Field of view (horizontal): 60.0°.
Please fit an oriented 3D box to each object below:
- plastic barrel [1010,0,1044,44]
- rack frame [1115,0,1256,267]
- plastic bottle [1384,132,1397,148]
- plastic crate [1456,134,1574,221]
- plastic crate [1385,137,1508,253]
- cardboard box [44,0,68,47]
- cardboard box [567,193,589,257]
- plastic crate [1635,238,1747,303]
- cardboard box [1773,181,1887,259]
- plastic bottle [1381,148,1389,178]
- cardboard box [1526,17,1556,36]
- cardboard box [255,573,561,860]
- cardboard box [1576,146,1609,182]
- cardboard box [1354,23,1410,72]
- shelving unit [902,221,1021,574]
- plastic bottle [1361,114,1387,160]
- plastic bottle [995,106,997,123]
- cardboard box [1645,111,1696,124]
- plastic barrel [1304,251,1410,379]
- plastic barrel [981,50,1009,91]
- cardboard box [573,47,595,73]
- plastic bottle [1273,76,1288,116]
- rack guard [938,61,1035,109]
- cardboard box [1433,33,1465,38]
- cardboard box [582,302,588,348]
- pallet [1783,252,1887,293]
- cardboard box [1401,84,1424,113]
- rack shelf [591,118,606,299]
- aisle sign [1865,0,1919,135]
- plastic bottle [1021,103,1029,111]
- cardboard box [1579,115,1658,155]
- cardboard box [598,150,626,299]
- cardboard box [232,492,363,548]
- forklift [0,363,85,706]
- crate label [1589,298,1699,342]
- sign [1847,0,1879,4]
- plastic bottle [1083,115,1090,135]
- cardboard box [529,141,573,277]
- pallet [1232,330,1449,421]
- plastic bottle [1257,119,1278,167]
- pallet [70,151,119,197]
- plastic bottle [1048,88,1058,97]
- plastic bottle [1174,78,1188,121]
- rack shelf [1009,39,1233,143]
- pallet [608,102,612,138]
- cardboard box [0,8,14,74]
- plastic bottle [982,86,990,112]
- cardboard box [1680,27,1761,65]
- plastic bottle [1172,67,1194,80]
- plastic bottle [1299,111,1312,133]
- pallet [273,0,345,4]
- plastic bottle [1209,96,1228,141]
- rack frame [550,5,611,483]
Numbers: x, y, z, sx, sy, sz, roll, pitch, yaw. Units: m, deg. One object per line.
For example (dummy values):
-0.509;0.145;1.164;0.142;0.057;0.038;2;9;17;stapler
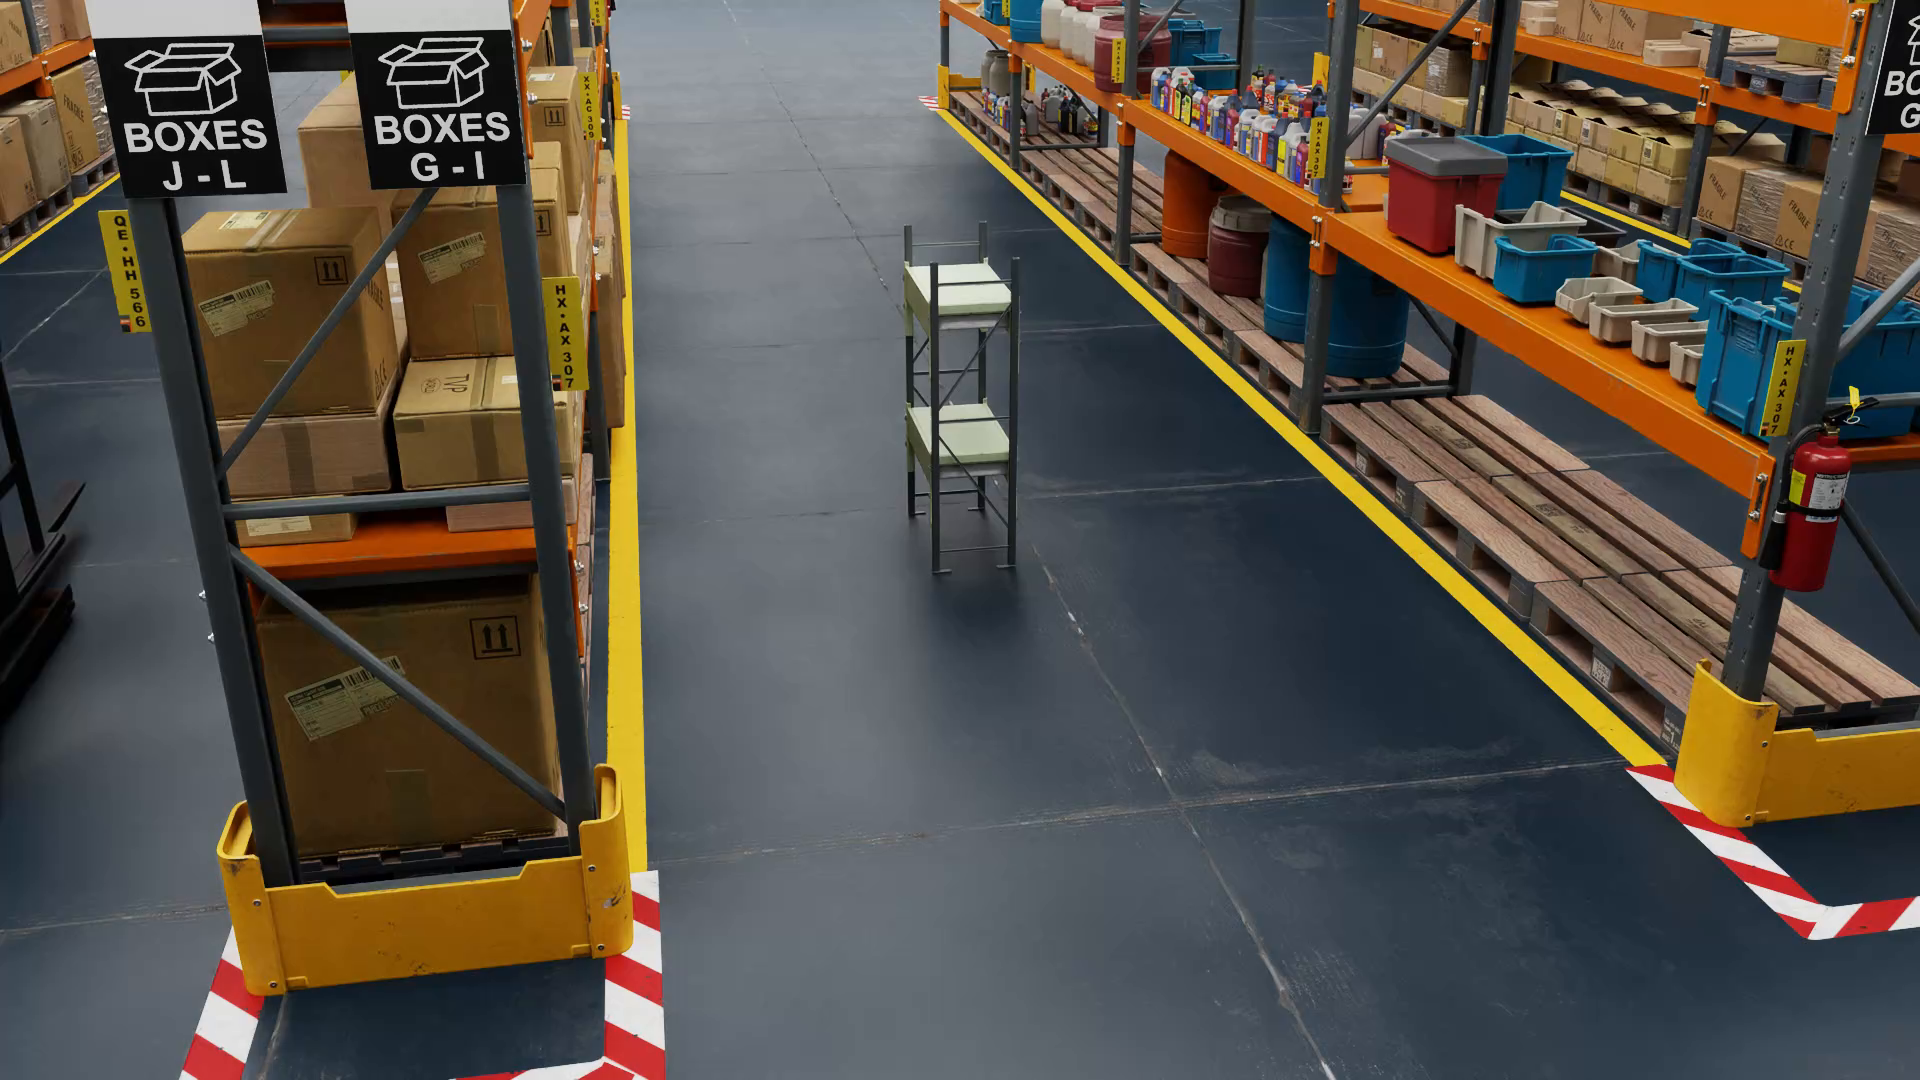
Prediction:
0.778;-5.242;15.877;0.600;0.901;0.708;-4;24;-10;plastic barrel
1.744;-3.613;12.775;1.000;3.000;0.127;-4;24;-10;rack frame
2.674;-2.427;10.307;0.097;0.201;0.097;0;24;0;plastic bottle
2.905;-1.901;8.801;0.392;0.384;0.575;-4;24;-10;plastic crate
2.402;-1.727;8.301;0.402;0.464;0.583;-4;24;-10;plastic crate
-8.960;-4.920;15.580;0.875;0.550;0.550;-4;24;-10;cardboard box
-1.946;-1.383;7.485;0.500;0.250;0.500;-4;24;-8;cardboard box
3.202;-1.174;7.325;0.416;0.233;0.300;-4;24;-10;plastic crate
6.606;-2.431;12.641;0.500;0.500;0.500;-5;24;-10;cardboard box
2.586;-2.286;9.985;0.097;0.201;0.097;0;24;0;plastic bottle
5.836;-5.073;16.431;0.380;0.149;0.250;-4;24;-10;cardboard box
-1.841;0.436;5.634;0.875;0.875;0.875;-4;24;-10;cardboard box
6.087;-3.500;15.426;0.500;0.250;0.500;-4;24;-9;cardboard box
5.108;-5.977;20.161;0.500;0.500;0.500;-4;24;-10;cardboard box
-0.001;-0.690;7.956;0.431;1.500;0.755;-4;24;-10;shelving unit
2.601;-2.557;10.512;0.152;0.276;0.135;-4;24;-10;plastic bottle
0.432;-4.649;18.093;0.097;0.201;0.097;0;24;0;plastic bottle
6.607;-3.802;15.417;0.500;0.311;0.500;-5;24;-11;cardboard box
2.400;-1.486;10.001;0.600;0.901;0.708;-4;24;-10;plastic barrel
0.462;-5.559;19.814;0.421;0.512;0.421;0;24;0;plastic barrel
-2.789;-3.116;11.513;0.500;0.500;0.500;-4;24;-8;cardboard box
2.320;-3.212;12.018;0.097;0.271;0.097;0;24;0;plastic bottle
0.325;-5.588;20.419;1.175;0.500;0.348;-4;24;-10;rack guard
5.816;-5.623;19.350;0.500;0.500;0.500;-4;24;-10;cardboard box
-1.721;-0.857;6.777;0.380;0.149;0.250;-4;24;-9;cardboard box
6.936;-1.925;12.393;1.003;0.211;1.213;-4;24;-10;pallet
5.383;-5.043;18.960;0.500;0.250;0.500;-4;24;-10;cardboard box
-2.754;-2.130;10.278;1.077;0.370;4.000;-4;24;-10;rack shelf
2.949;-1.608;4.935;0.394;0.787;0.004;-4;24;-10;aisle sign
0.708;-4.468;17.586;0.152;0.276;0.135;-4;24;-10;plastic bottle
6.081;-3.758;15.317;0.500;0.311;0.500;-4;24;-10;cardboard box
-3.016;-2.192;11.651;1.225;0.875;0.875;-5;24;-12;cardboard box
-2.034;-0.100;5.046;0.380;0.149;0.250;-4;24;-9;cardboard box
-4.443;-0.825;6.477;1.130;2.935;3.031;-5;24;-11;forklift
2.780;-0.903;6.824;0.396;0.136;0.243;-4;24;-10;crate label
2.686;-1.746;4.882;0.100;0.325;0.005;-4;24;-10;sign
1.339;-4.343;17.393;0.097;0.201;0.097;0;24;0;plastic bottle
-1.662;-1.120;5.945;0.500;0.500;0.500;-5;24;-11;cardboard box
2.382;-1.068;10.432;1.003;0.211;1.213;-4;24;-10;pallet
1.932;-2.456;10.280;0.152;0.276;0.135;-4;24;-10;plastic bottle
-8.820;-3.519;16.044;1.003;0.211;1.213;-4;24;-10;pallet
1.055;-4.922;18.625;0.152;0.276;0.135;-4;24;-9;plastic bottle
1.572;-3.127;11.808;0.061;0.283;0.133;-4;24;-10;plastic bottle
1.374;-4.070;14.720;1.077;0.370;4.000;-4;24;-10;rack shelf
-4.473;-4.763;18.892;1.003;0.211;1.213;-4;24;-10;pallet
-8.304;-4.154;13.889;0.500;0.500;0.500;-5;24;-10;cardboard box
0.294;-4.975;18.752;0.097;0.271;0.097;0;24;0;plastic bottle
6.638;-4.303;14.467;0.500;0.311;0.500;-5;24;-10;cardboard box
1.656;-3.373;12.381;0.152;0.276;0.135;-4;24;-10;plastic bottle
2.100;-2.438;10.145;0.144;0.351;0.185;-4;24;-10;plastic bottle
-1.792;-1.725;4.814;1.003;0.211;1.213;-4;24;-10;pallet
1.763;-2.816;11.106;0.152;0.276;0.135;-4;24;-10;plastic bottle
-2.384;-1.673;8.333;1.000;3.000;0.127;-4;24;-10;rack frame
